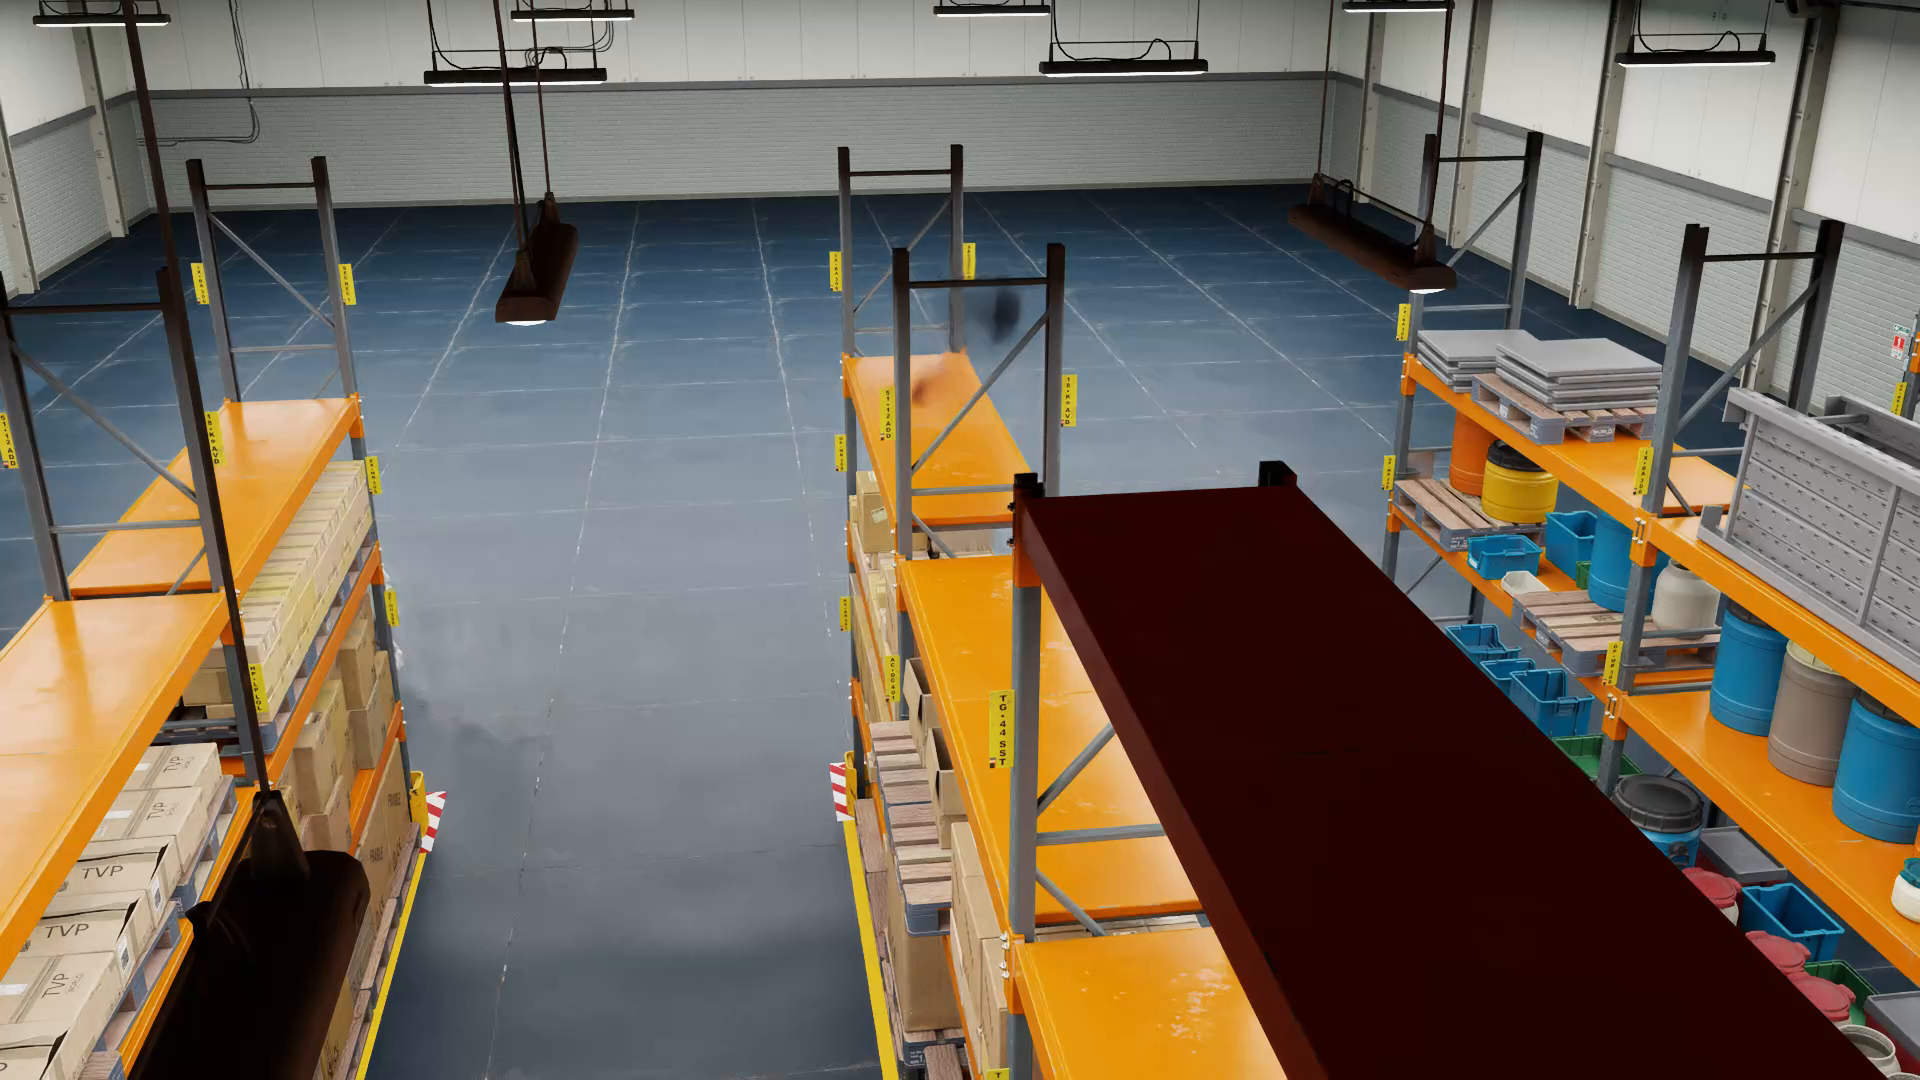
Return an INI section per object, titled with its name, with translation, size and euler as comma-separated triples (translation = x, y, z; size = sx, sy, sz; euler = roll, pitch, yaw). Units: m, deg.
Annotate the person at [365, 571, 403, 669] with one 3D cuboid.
[person]
translation = -6.213, 0.799, 17.615
size = 0.768, 1.542, 0.536
euler = 15, 26, 33
